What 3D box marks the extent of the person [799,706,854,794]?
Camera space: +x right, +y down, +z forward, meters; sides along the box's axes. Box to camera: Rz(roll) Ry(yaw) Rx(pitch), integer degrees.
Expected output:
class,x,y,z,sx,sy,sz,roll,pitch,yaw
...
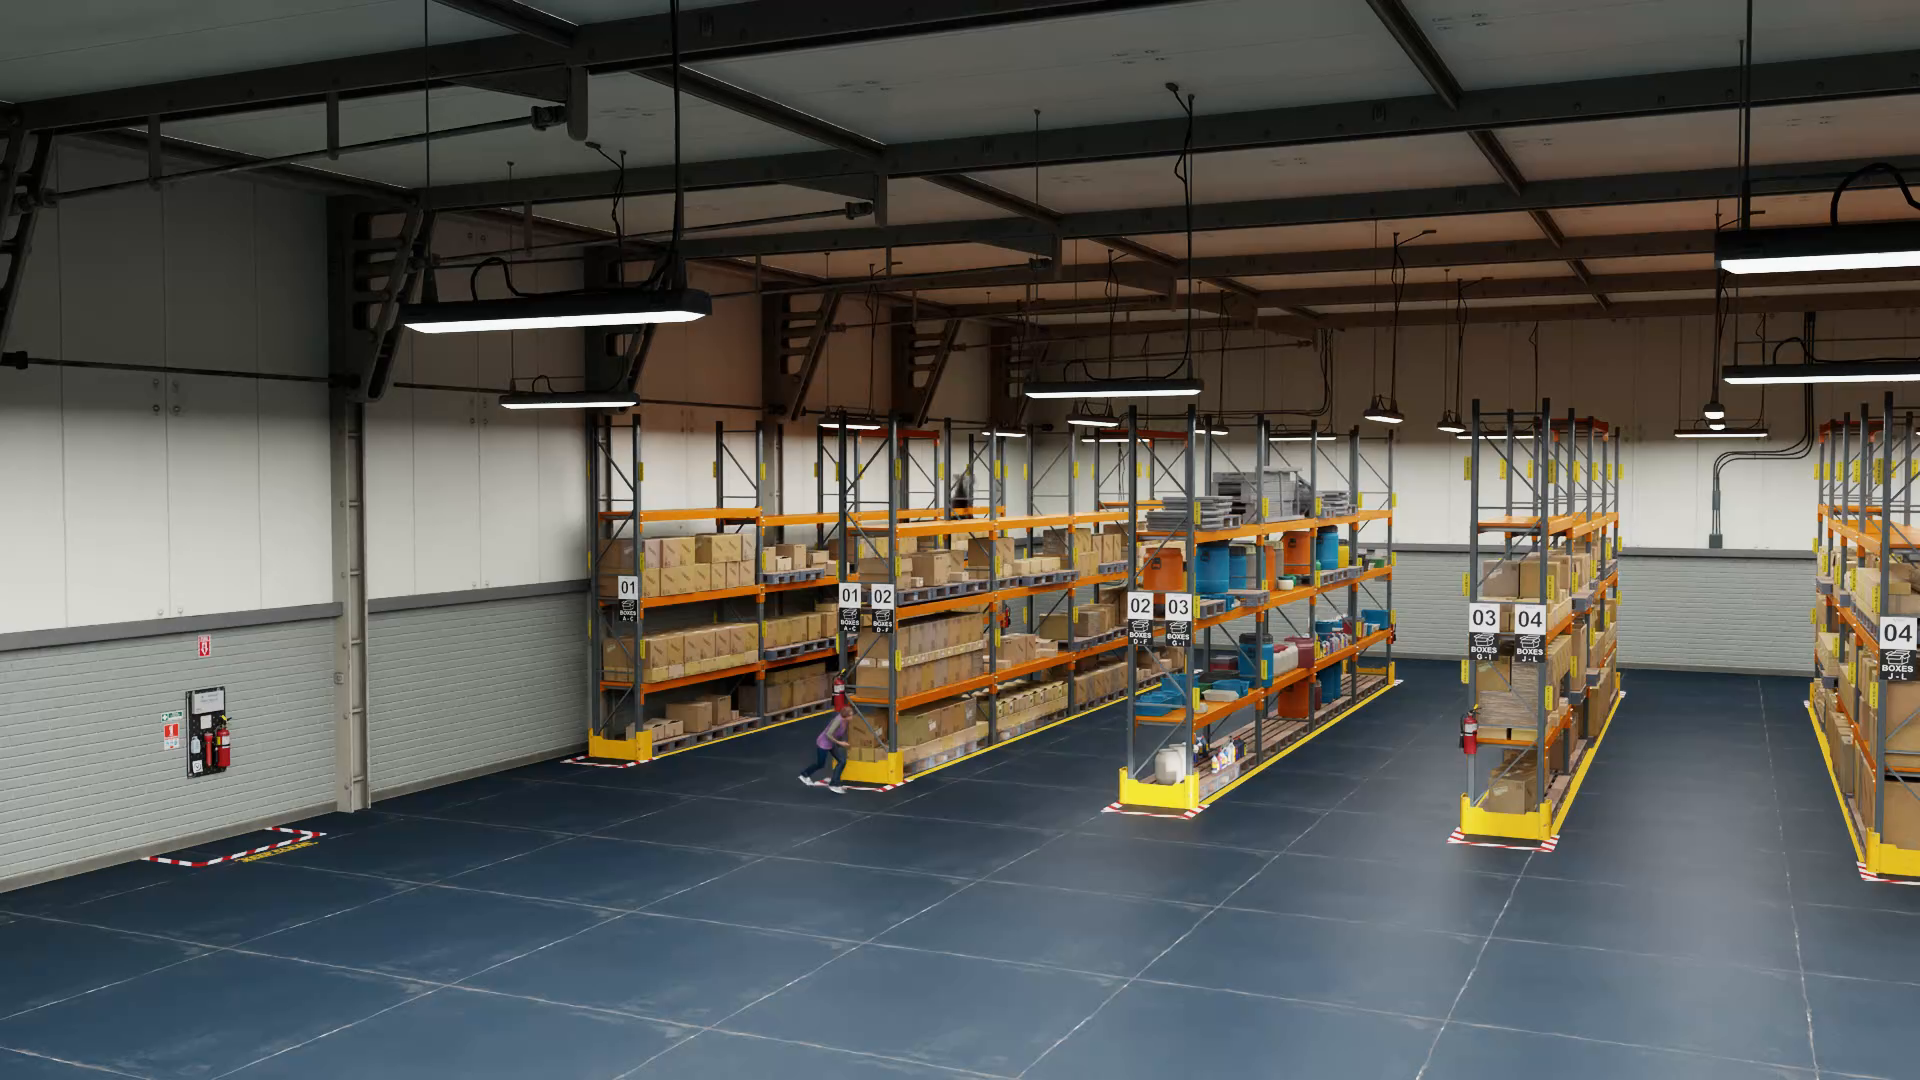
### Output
class,x,y,z,sx,sy,sz,roll,pitch,yaw
person,-2.104,3.256,25.960,1.060,1.396,0.535,1,3,27

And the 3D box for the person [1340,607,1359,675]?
class,x,y,z,sx,sy,sz,roll,pitch,yaw
person,9.410,2.483,40.649,0.658,1.753,0.653,0,2,3
